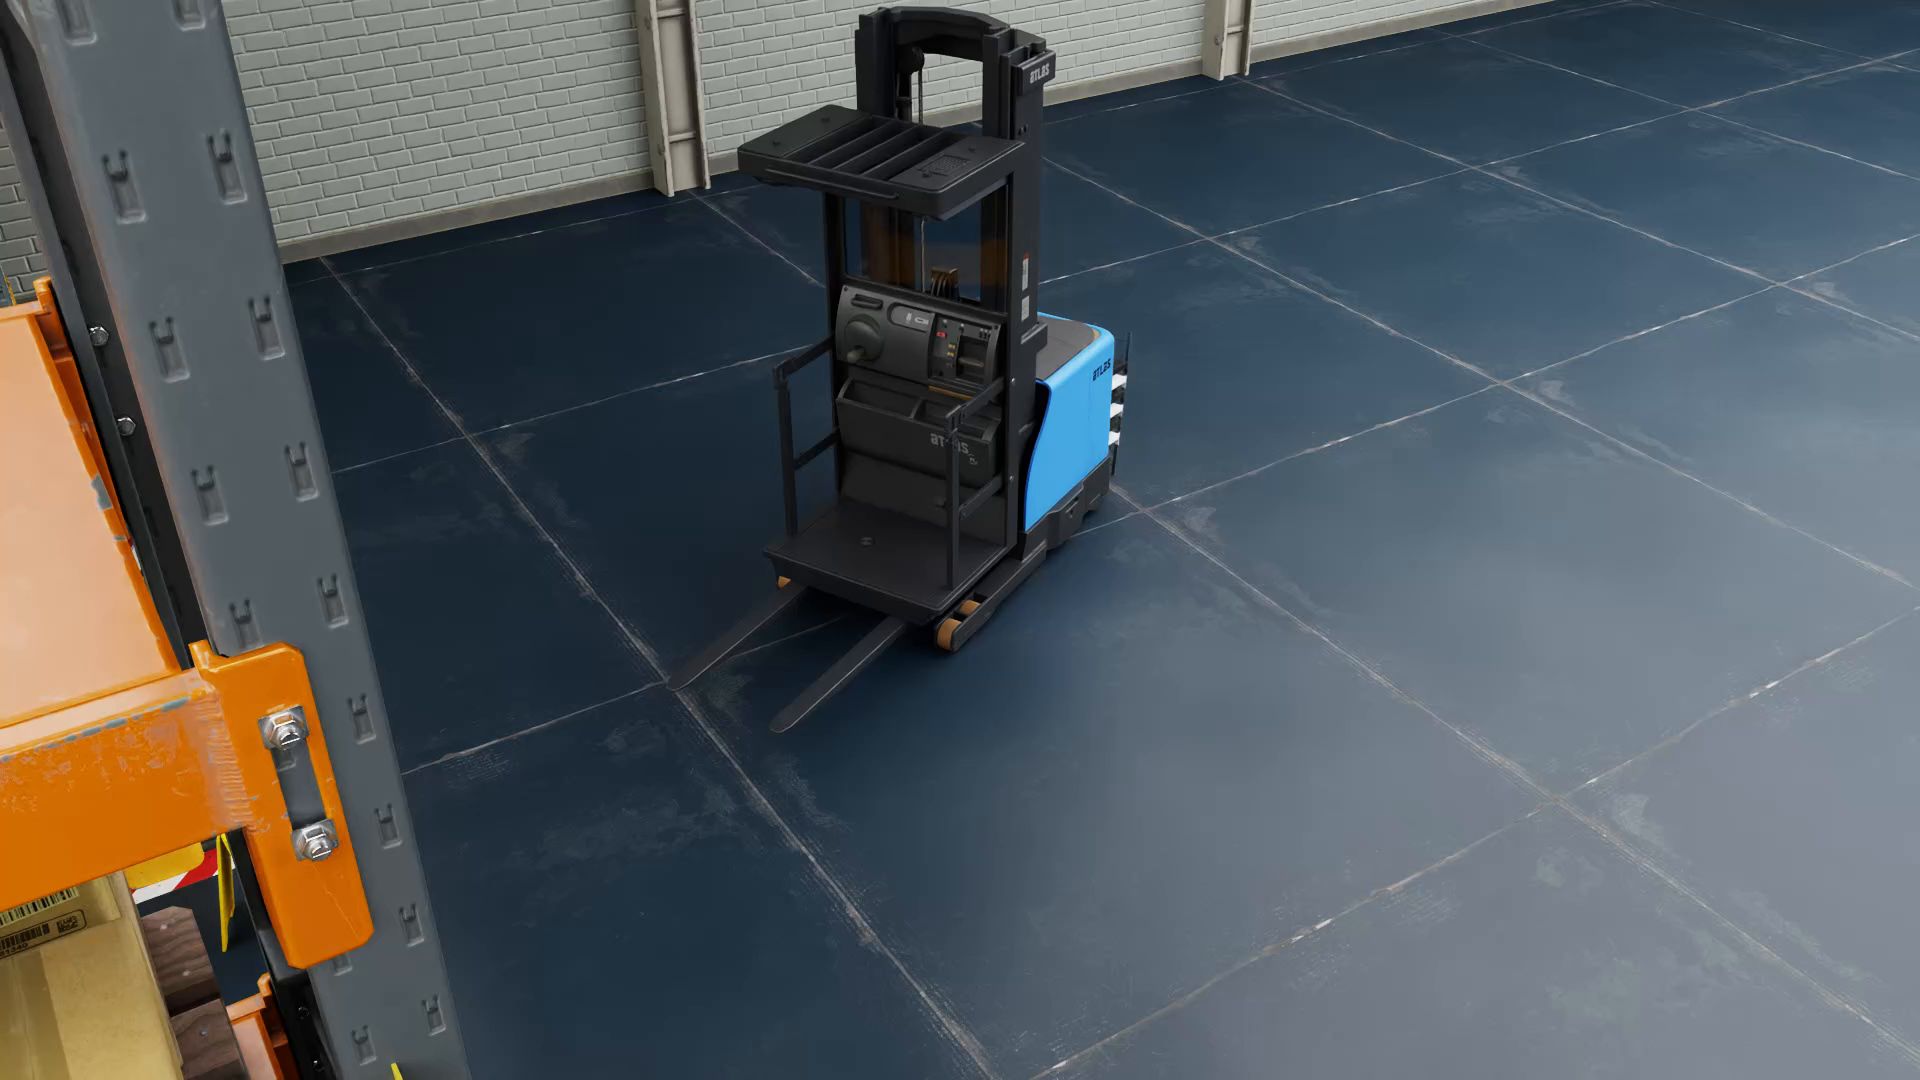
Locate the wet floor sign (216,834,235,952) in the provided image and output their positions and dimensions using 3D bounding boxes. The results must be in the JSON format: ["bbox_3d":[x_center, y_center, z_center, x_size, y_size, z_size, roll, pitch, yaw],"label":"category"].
[{"bbox_3d":[-2.898,1.314,6.684,0.232,0.644,0.267,-7,33,-11],"label":"wet floor sign"}]

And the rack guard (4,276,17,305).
[{"bbox_3d":[-6.310,-1.281,10.934,0.348,0.500,1.175,-19,37,-27],"label":"rack guard"}]

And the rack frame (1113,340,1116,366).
[{"bbox_3d":[0.753,-0.759,9.686,0.240,0.900,0.006,18,29,26],"label":"rack frame"}]

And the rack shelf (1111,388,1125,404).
[{"bbox_3d":[0.809,-0.845,9.742,0.258,0.077,0.200,18,29,26],"label":"rack shelf"}]

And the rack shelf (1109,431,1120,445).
[{"bbox_3d":[0.790,-0.602,9.858,0.258,0.077,0.200,18,29,26],"label":"rack shelf"}]

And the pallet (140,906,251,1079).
[{"bbox_3d":[-1.488,1.072,2.133,1.213,0.211,1.003,-19,37,-27],"label":"pallet"}]

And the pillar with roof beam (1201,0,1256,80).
[{"bbox_3d":[5.015,-6.610,11.416,0.400,9.000,9.100,-19,37,-27],"label":"pillar with roof beam"}]

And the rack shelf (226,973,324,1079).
[{"bbox_3d":[-2.551,1.698,1.732,4.000,0.370,1.077,-19,37,-27],"label":"rack shelf"}]

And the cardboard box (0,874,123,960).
[{"bbox_3d":[-1.415,0.557,2.240,0.500,0.250,0.500,-19,37,-27],"label":"cardboard box"}]

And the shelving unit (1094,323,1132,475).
[{"bbox_3d":[0.805,-0.794,9.766,0.258,0.900,0.210,18,29,26],"label":"shelving unit"}]

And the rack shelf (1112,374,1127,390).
[{"bbox_3d":[0.815,-0.926,9.703,0.258,0.077,0.200,18,29,26],"label":"rack shelf"}]

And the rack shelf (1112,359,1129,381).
[{"bbox_3d":[0.821,-1.007,9.665,0.258,0.077,0.200,18,29,26],"label":"rack shelf"}]

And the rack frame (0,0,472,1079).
[{"bbox_3d":[-0.870,-0.454,1.656,0.127,3.000,1.000,-19,37,-27],"label":"rack frame"}]

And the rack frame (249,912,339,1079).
[{"bbox_3d":[-0.870,2.084,3.257,0.127,3.000,1.000,-19,37,-27],"label":"rack frame"}]

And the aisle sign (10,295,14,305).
[{"bbox_3d":[-3.428,-1.094,5.858,0.004,0.787,0.394,-19,37,-27],"label":"aisle sign"}]

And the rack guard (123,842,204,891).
[{"bbox_3d":[-3.701,0.972,7.361,0.348,0.500,1.175,-19,37,-27],"label":"rack guard"}]

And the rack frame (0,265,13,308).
[{"bbox_3d":[-3.637,-0.107,6.729,0.127,3.000,1.000,-19,37,-27],"label":"rack frame"}]

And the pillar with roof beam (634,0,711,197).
[{"bbox_3d":[-0.028,-4.876,8.666,0.400,9.000,9.100,-19,37,-27],"label":"pillar with roof beam"}]

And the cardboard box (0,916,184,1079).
[{"bbox_3d":[-0.970,0.614,1.776,0.250,0.149,0.380,-19,37,-27],"label":"cardboard box"}]

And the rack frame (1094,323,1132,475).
[{"bbox_3d":[0.857,-0.828,9.847,0.240,0.900,0.006,18,29,26],"label":"rack frame"}]

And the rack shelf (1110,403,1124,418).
[{"bbox_3d":[0.802,-0.764,9.781,0.258,0.077,0.200,18,29,26],"label":"rack shelf"}]

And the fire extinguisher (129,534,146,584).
[{"bbox_3d":[-3.291,0.100,6.475,0.183,0.674,0.296,-19,37,-27],"label":"fire extinguisher"}]

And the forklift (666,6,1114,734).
[{"bbox_3d":[-0.323,-0.955,8.138,1.130,2.935,3.031,18,36,26],"label":"forklift"}]

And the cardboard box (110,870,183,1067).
[{"bbox_3d":[-1.332,0.657,2.456,0.250,0.149,0.380,-19,37,-27],"label":"cardboard box"}]

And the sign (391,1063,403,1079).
[{"bbox_3d":[-0.588,0.721,1.849,0.005,0.325,0.100,-19,37,-27],"label":"sign"}]

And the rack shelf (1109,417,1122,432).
[{"bbox_3d":[0.796,-0.683,9.819,0.258,0.077,0.200,18,29,26],"label":"rack shelf"}]

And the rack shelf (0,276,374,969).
[{"bbox_3d":[-2.551,0.598,1.038,4.000,0.370,1.077,-19,37,-27],"label":"rack shelf"}]
